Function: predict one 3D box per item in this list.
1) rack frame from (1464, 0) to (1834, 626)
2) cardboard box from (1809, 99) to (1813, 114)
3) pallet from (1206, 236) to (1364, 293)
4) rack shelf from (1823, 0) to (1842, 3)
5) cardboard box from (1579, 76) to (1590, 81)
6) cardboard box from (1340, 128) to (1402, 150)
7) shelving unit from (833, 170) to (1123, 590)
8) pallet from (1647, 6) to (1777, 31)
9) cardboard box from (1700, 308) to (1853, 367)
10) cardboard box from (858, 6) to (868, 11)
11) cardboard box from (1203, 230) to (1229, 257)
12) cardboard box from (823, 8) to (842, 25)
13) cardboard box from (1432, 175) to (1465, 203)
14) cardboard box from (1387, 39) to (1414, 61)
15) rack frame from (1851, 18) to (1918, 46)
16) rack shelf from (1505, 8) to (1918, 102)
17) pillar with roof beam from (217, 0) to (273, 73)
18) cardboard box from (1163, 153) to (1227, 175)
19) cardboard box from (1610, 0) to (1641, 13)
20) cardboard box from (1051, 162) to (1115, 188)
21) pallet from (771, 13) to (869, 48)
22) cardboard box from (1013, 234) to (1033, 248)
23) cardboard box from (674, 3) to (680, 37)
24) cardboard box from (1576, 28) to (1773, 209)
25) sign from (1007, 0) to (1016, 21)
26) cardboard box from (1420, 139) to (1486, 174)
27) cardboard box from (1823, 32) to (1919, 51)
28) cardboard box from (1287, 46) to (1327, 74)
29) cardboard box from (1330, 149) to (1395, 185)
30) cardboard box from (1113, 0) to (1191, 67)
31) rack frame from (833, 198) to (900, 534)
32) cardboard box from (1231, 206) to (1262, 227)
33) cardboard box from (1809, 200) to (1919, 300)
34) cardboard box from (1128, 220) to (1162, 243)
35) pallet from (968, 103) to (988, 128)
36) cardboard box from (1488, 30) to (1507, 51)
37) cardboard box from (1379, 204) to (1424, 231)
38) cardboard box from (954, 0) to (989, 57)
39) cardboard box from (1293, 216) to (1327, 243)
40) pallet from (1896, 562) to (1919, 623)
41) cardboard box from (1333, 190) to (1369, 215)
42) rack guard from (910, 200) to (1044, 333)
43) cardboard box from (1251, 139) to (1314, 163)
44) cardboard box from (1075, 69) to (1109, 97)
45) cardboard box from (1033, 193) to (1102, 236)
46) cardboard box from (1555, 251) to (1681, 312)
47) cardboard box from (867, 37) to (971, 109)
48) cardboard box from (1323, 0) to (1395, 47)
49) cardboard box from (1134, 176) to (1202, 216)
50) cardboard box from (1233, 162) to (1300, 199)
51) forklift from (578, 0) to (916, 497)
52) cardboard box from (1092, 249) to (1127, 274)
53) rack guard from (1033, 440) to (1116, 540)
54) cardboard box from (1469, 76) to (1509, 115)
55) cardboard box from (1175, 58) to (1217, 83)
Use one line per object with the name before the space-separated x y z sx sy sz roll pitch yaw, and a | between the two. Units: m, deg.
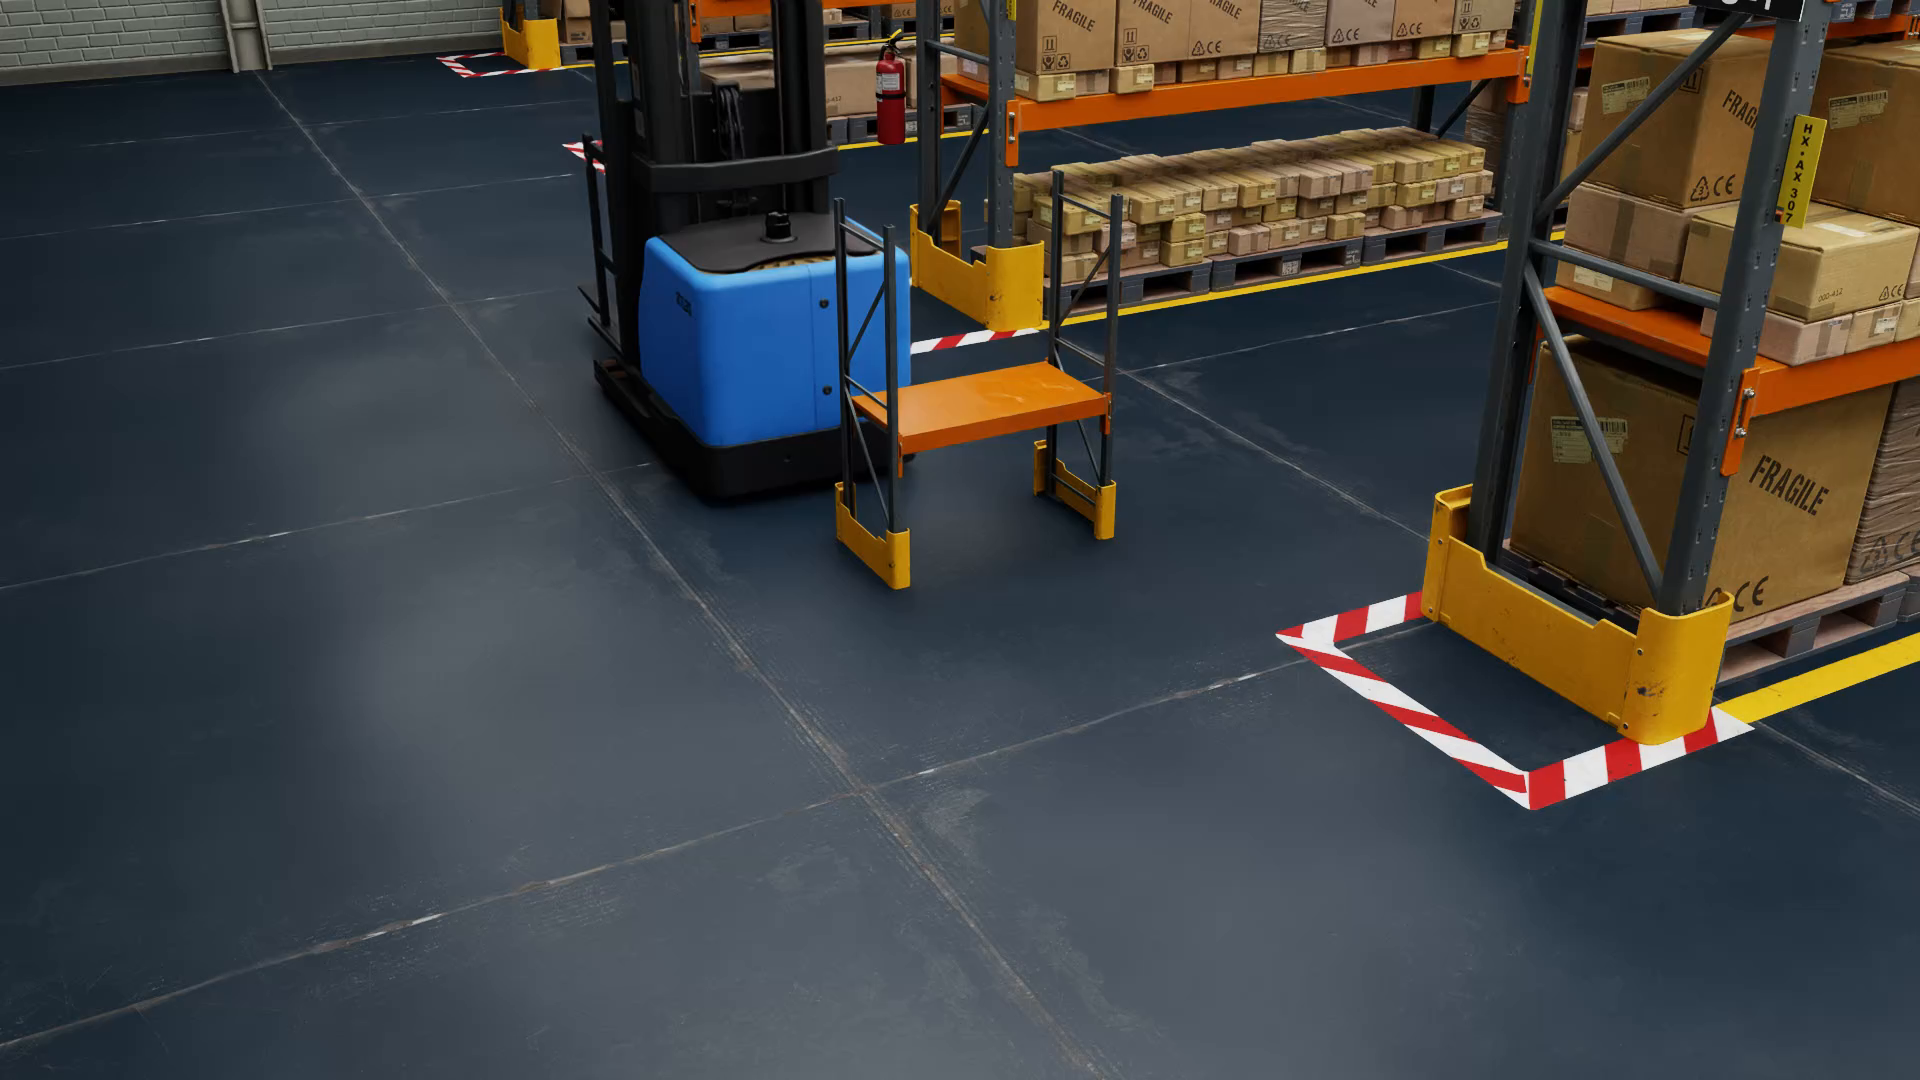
rack frame | 2.267 -0.892 5.643 0.127 3.000 1.000 -13 29 -25
cardboard box | 6.163 -3.161 12.770 0.500 0.500 0.500 -12 28 -23
pallet | 1.897 -1.964 11.097 1.213 0.211 1.003 -13 29 -25
rack shelf | 4.031 -2.327 5.998 4.000 0.370 1.077 -13 29 -25
cardboard box | 4.796 -3.181 11.947 0.500 0.250 0.500 -12 28 -24
cardboard box | 2.879 -2.770 11.674 0.250 0.149 0.380 -12 28 -23
shelving unit | 0.067 -0.692 6.958 1.083 1.500 0.587 -13 29 -25
pallet | 5.353 -3.931 12.194 1.213 0.211 1.003 -13 29 -25
cardboard box | 2.735 -0.725 5.585 0.250 0.149 0.380 -13 28 -25
cardboard box | -0.912 -6.662 20.063 0.500 0.500 0.500 -13 29 -25
cardboard box | 1.500 -1.932 10.617 0.250 0.149 0.380 -13 29 -25
cardboard box | -1.560 -6.065 19.225 0.250 0.149 0.380 -14 29 -27
cardboard box | 3.190 -2.415 11.278 0.250 0.149 0.380 -14 29 -28
cardboard box | 2.710 -3.209 10.758 0.250 0.149 0.380 -14 29 -27
rack frame | 7.081 -4.436 13.025 0.127 3.000 1.000 -13 29 -25
rack shelf | 5.316 -3.705 12.332 4.000 0.370 1.077 -13 29 -25
pillar with roof beam | -5.513 -7.427 12.323 0.400 9.000 9.100 -13 29 -25
cardboard box | 1.541 -2.430 10.968 0.250 0.149 0.380 -14 29 -27
cardboard box | 4.357 -3.661 11.215 0.250 0.149 0.380 -13 28 -24
cardboard box | 0.787 -2.315 10.726 0.250 0.149 0.380 -14 29 -26
pallet | -1.813 -5.990 19.482 1.213 0.211 1.003 -13 29 -25
cardboard box | 0.388 -1.898 10.546 0.250 0.149 0.380 -12 28 -24
cardboard box | -3.379 -5.882 18.438 0.500 0.500 0.700 -12 28 -23
cardboard box | 2.573 -1.496 5.864 0.500 0.500 0.500 -13 28 -24
sign | 0.277 -2.990 9.012 0.005 0.325 0.100 -13 29 -25
cardboard box | 3.360 -2.622 11.367 0.250 0.149 0.380 -12 28 -24
cardboard box | 7.660 -3.701 13.607 0.750 0.750 1.050 -13 29 -26
cardboard box | 2.064 -3.015 10.354 0.250 0.149 0.380 -12 28 -24
cardboard box | 2.671 -2.479 11.068 0.250 0.149 0.380 -12 28 -23
cardboard box | 1.008 -3.091 9.763 0.500 0.500 0.500 -13 29 -25
rack frame | -0.373 -0.590 6.746 0.032 1.500 0.500 -13 29 -25
cardboard box | 1.734 -2.144 10.715 0.250 0.149 0.380 -11 28 -22
cardboard box | 3.273 -1.062 5.825 0.500 0.250 0.500 -13 29 -26
cardboard box | 1.047 -1.972 10.356 0.250 0.149 0.380 -13 28 -24
pallet | 0.425 -4.110 15.566 1.213 0.211 1.003 -13 29 -25
cardboard box | 3.409 -3.361 11.075 0.250 0.149 0.380 -13 29 -26
cardboard box | 2.894 -2.216 11.209 0.250 0.149 0.380 -14 29 -27
cardboard box | 0.297 -3.176 9.940 0.500 0.500 0.500 -12 28 -24
cardboard box | 2.190 -2.078 10.920 0.250 0.149 0.380 -12 28 -24
pallet | 4.010 -0.075 7.162 1.213 0.211 1.003 -13 29 -25
cardboard box | 2.479 -2.280 10.999 0.250 0.149 0.380 -12 28 -24
rack guard | 0.089 -1.696 10.204 0.348 0.500 1.175 -13 29 -25
cardboard box | 2.196 -2.617 11.356 0.250 0.149 0.380 -12 28 -24
cardboard box | 0.667 -2.702 9.703 0.250 0.149 0.380 -12 28 -23
cardboard box | 0.644 -1.956 9.980 0.250 0.149 0.380 -14 29 -27
cardboard box | 2.426 -0.977 6.110 0.250 0.149 0.380 -12 28 -24
cardboard box | -0.261 -4.256 15.125 0.875 0.438 0.875 -14 29 -27
cardboard box | 2.359 -3.388 10.382 0.500 0.500 0.500 -13 29 -25
cardboard box | 1.293 -2.143 10.369 0.250 0.149 0.380 -15 29 -28
cardboard box | 1.973 -2.320 10.737 0.250 0.149 0.380 -13 29 -25
forklift | -1.310 -2.124 8.288 1.130 2.935 3.031 -12 28 -23
cardboard box | 0.827 -1.780 10.301 0.250 0.149 0.380 -13 29 -25
rack guard | 0.507 -0.230 7.439 0.087 0.250 0.587 -13 29 -25
cardboard box | 4.089 -3.271 12.133 0.500 0.250 0.500 -14 29 -26
cardboard box | 1.345 -2.888 10.089 0.250 0.149 0.380 -13 29 -26
